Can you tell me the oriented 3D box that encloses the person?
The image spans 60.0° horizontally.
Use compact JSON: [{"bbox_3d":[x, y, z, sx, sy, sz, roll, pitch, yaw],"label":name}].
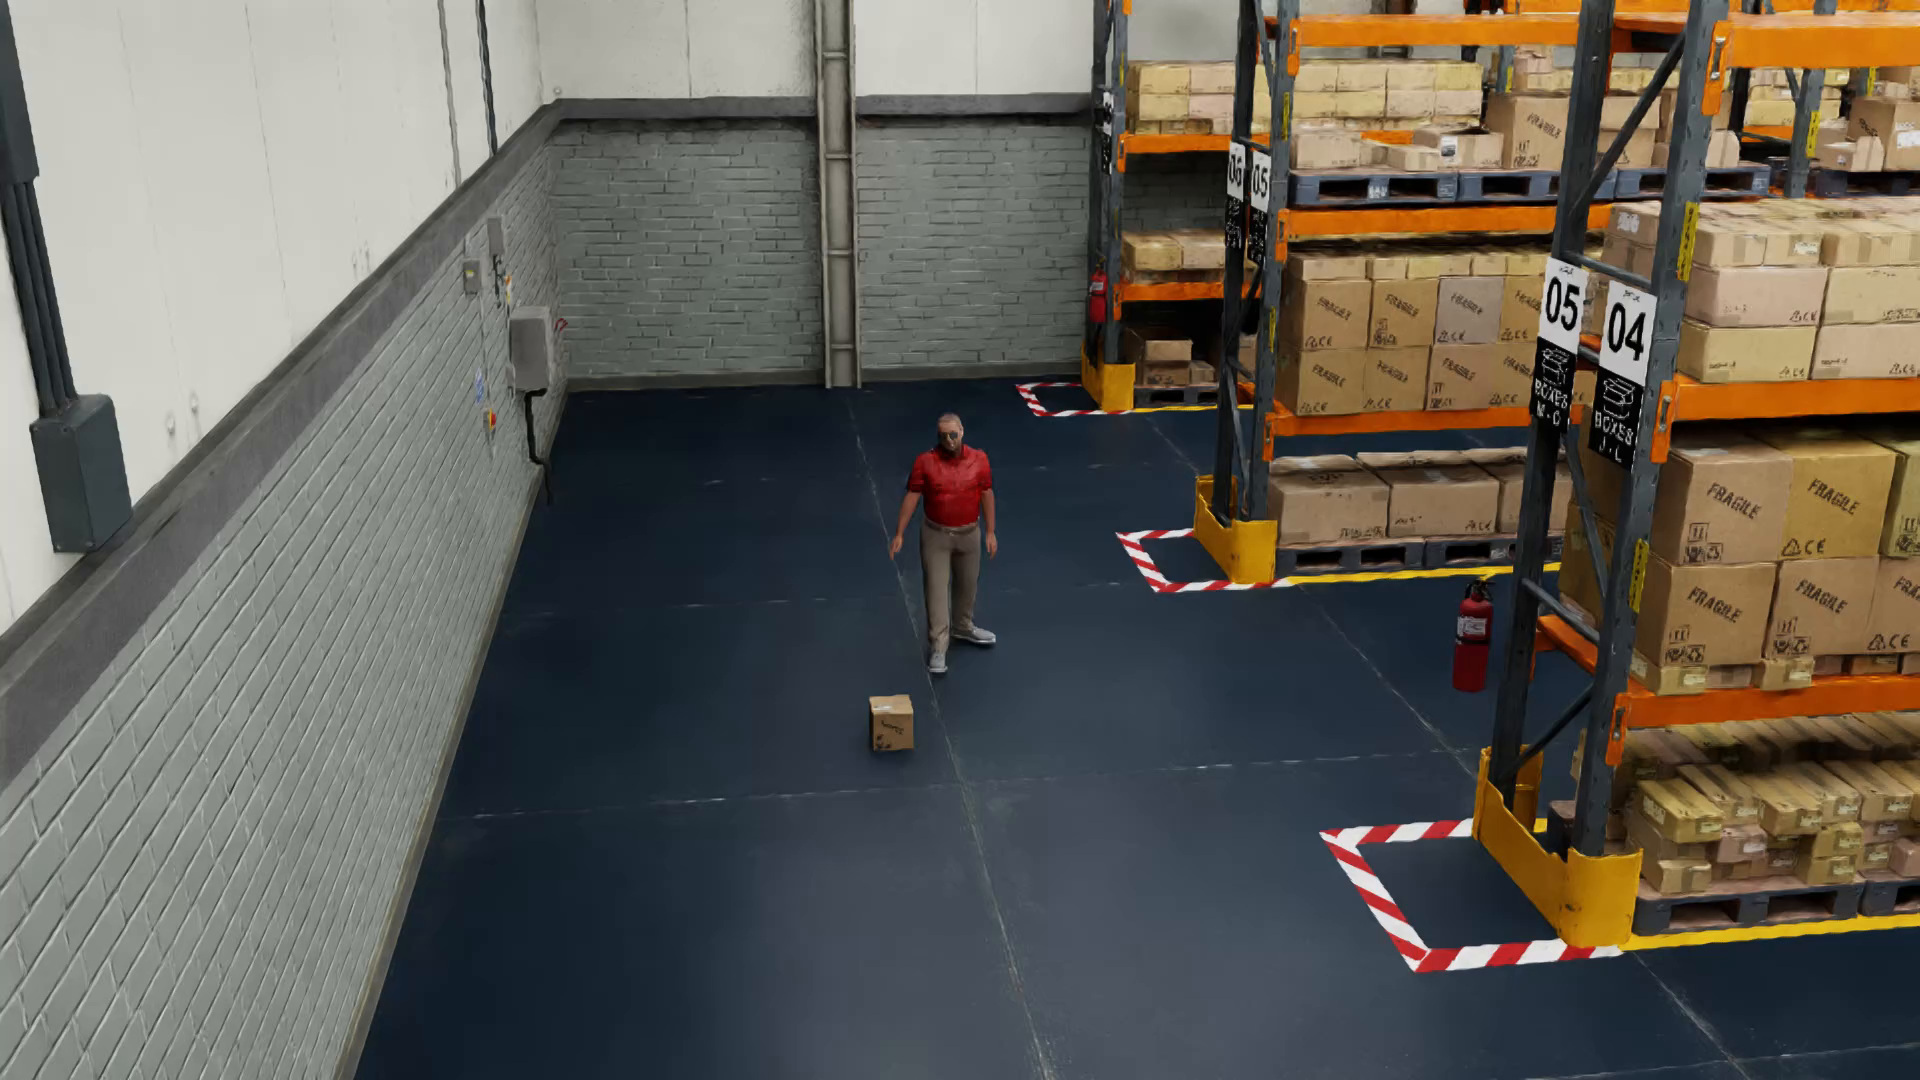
[{"bbox_3d":[-0.085,-0.011,11.101,0.775,1.715,0.652,-6,21,-15],"label":"person"}]
